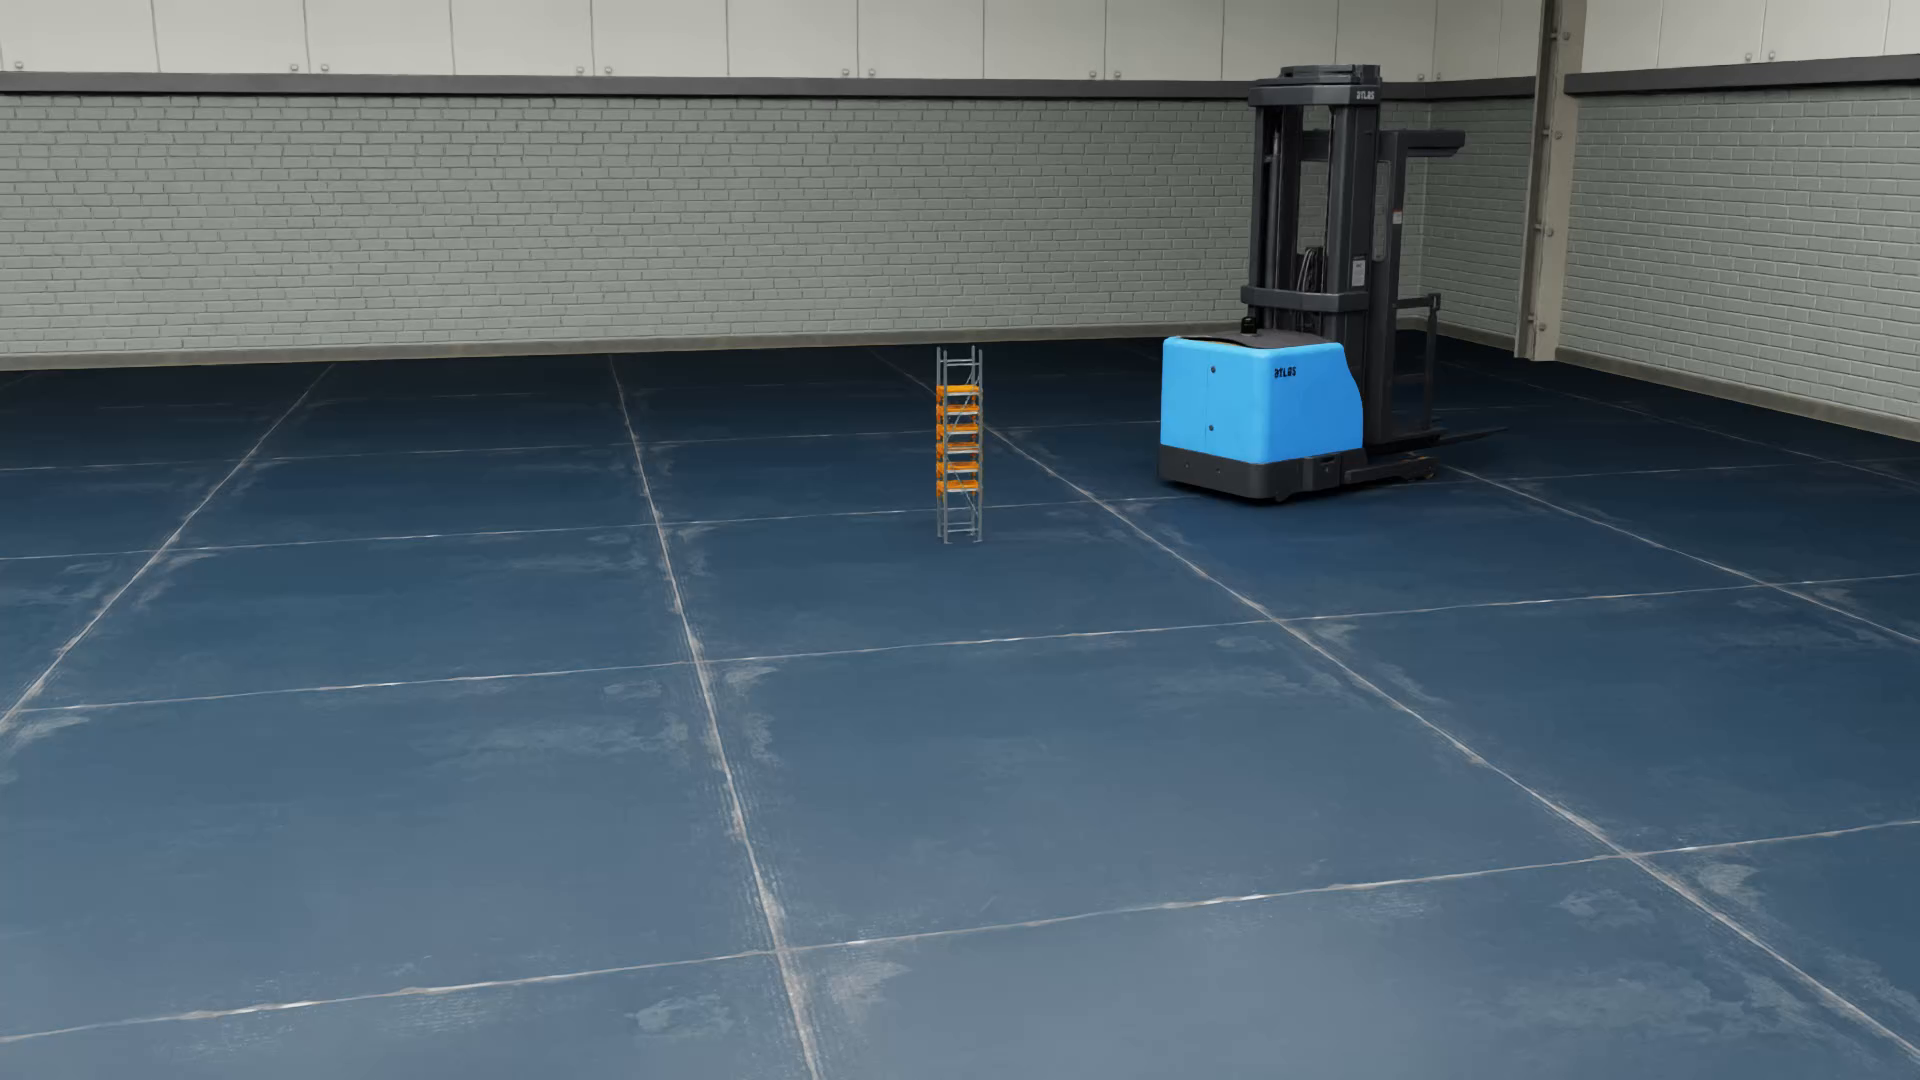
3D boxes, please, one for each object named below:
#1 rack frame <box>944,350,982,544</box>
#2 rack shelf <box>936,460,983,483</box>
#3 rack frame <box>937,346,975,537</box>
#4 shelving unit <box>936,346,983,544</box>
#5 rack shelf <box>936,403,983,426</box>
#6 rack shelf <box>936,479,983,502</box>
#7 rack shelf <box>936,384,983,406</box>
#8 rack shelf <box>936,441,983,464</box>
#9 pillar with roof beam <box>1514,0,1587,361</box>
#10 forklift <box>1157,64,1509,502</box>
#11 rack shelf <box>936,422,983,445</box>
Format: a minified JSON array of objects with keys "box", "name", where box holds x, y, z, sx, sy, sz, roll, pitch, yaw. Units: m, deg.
[{"box":[0.018,-0.565,10.212,0.240,1.200,0.006,-3,14,-13],"name":"rack frame"},{"box":[-0.003,-0.426,10.337,0.258,0.103,0.180,-3,14,-13],"name":"rack shelf"},{"box":[-0.025,-0.607,10.385,0.240,1.200,0.006,-3,14,-13],"name":"rack frame"},{"box":[-0.003,-0.586,10.298,0.258,1.200,0.189,-3,14,-13],"name":"shelving unit"},{"box":[-0.003,-0.776,10.252,0.258,0.103,0.180,-3,14,-13],"name":"rack shelf"},{"box":[-0.003,-0.310,10.366,0.258,0.103,0.180,-3,14,-13],"name":"rack shelf"},{"box":[-0.003,-0.893,10.223,0.258,0.103,0.180,-3,14,-13],"name":"rack shelf"},{"box":[-0.003,-0.543,10.309,0.258,0.103,0.180,-3,14,-13],"name":"rack shelf"},{"box":[2.332,-6.186,16.787,9.100,9.000,0.400,-3,14,-13],"name":"pillar with roof beam"},{"box":[2.911,-1.939,12.186,3.031,2.935,1.130,-10,17,-35],"name":"forklift"},{"box":[-0.003,-0.660,10.280,0.258,0.103,0.180,-3,14,-13],"name":"rack shelf"}]
